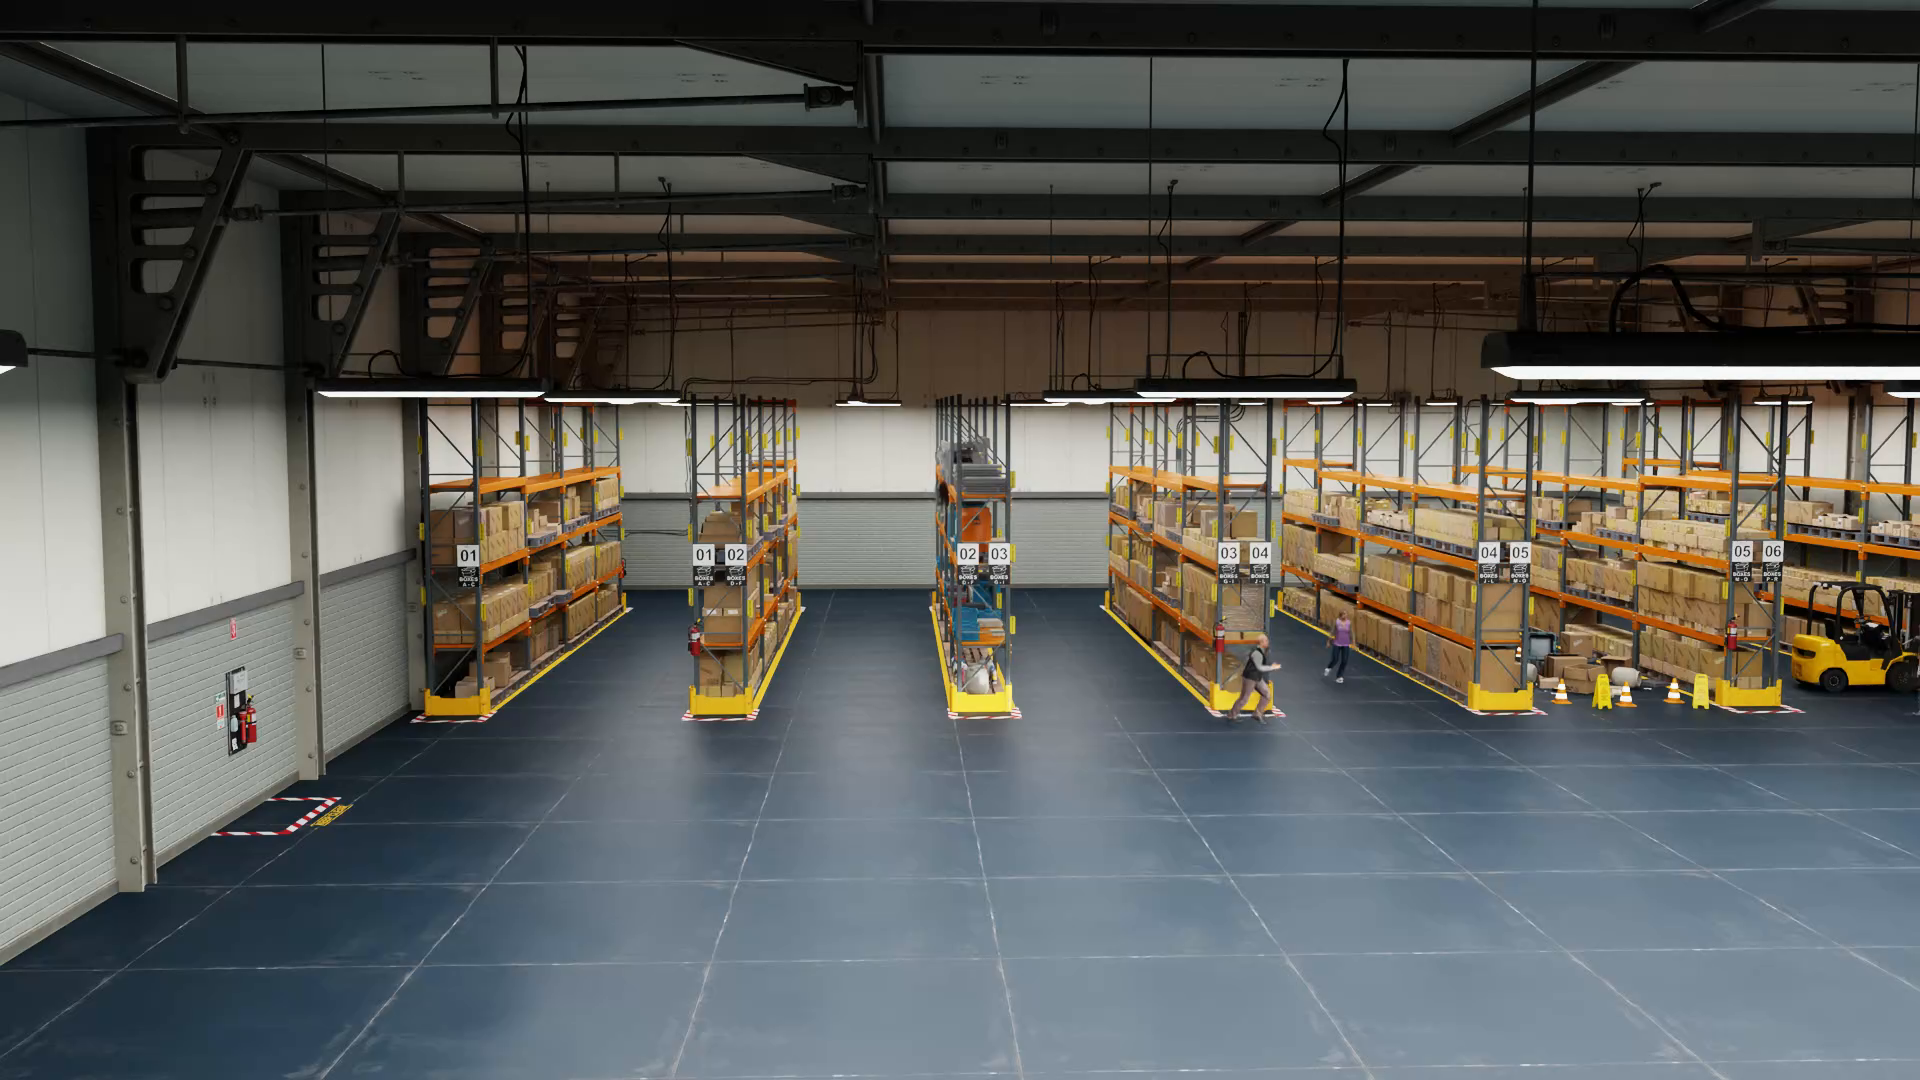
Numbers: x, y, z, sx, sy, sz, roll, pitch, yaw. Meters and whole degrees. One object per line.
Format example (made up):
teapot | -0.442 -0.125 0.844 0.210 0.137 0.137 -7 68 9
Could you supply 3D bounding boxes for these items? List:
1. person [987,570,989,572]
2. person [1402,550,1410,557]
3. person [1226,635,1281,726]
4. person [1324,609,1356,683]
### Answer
person | 0.717 1.119 48.315 0.642 1.609 0.589 3 5 33
person | 13.621 0.868 50.740 0.880 1.702 0.669 -2 5 -21
person | 5.303 2.543 29.987 0.977 1.700 0.647 2 5 23
person | 7.965 2.202 34.835 0.575 1.567 0.630 0 4 1
